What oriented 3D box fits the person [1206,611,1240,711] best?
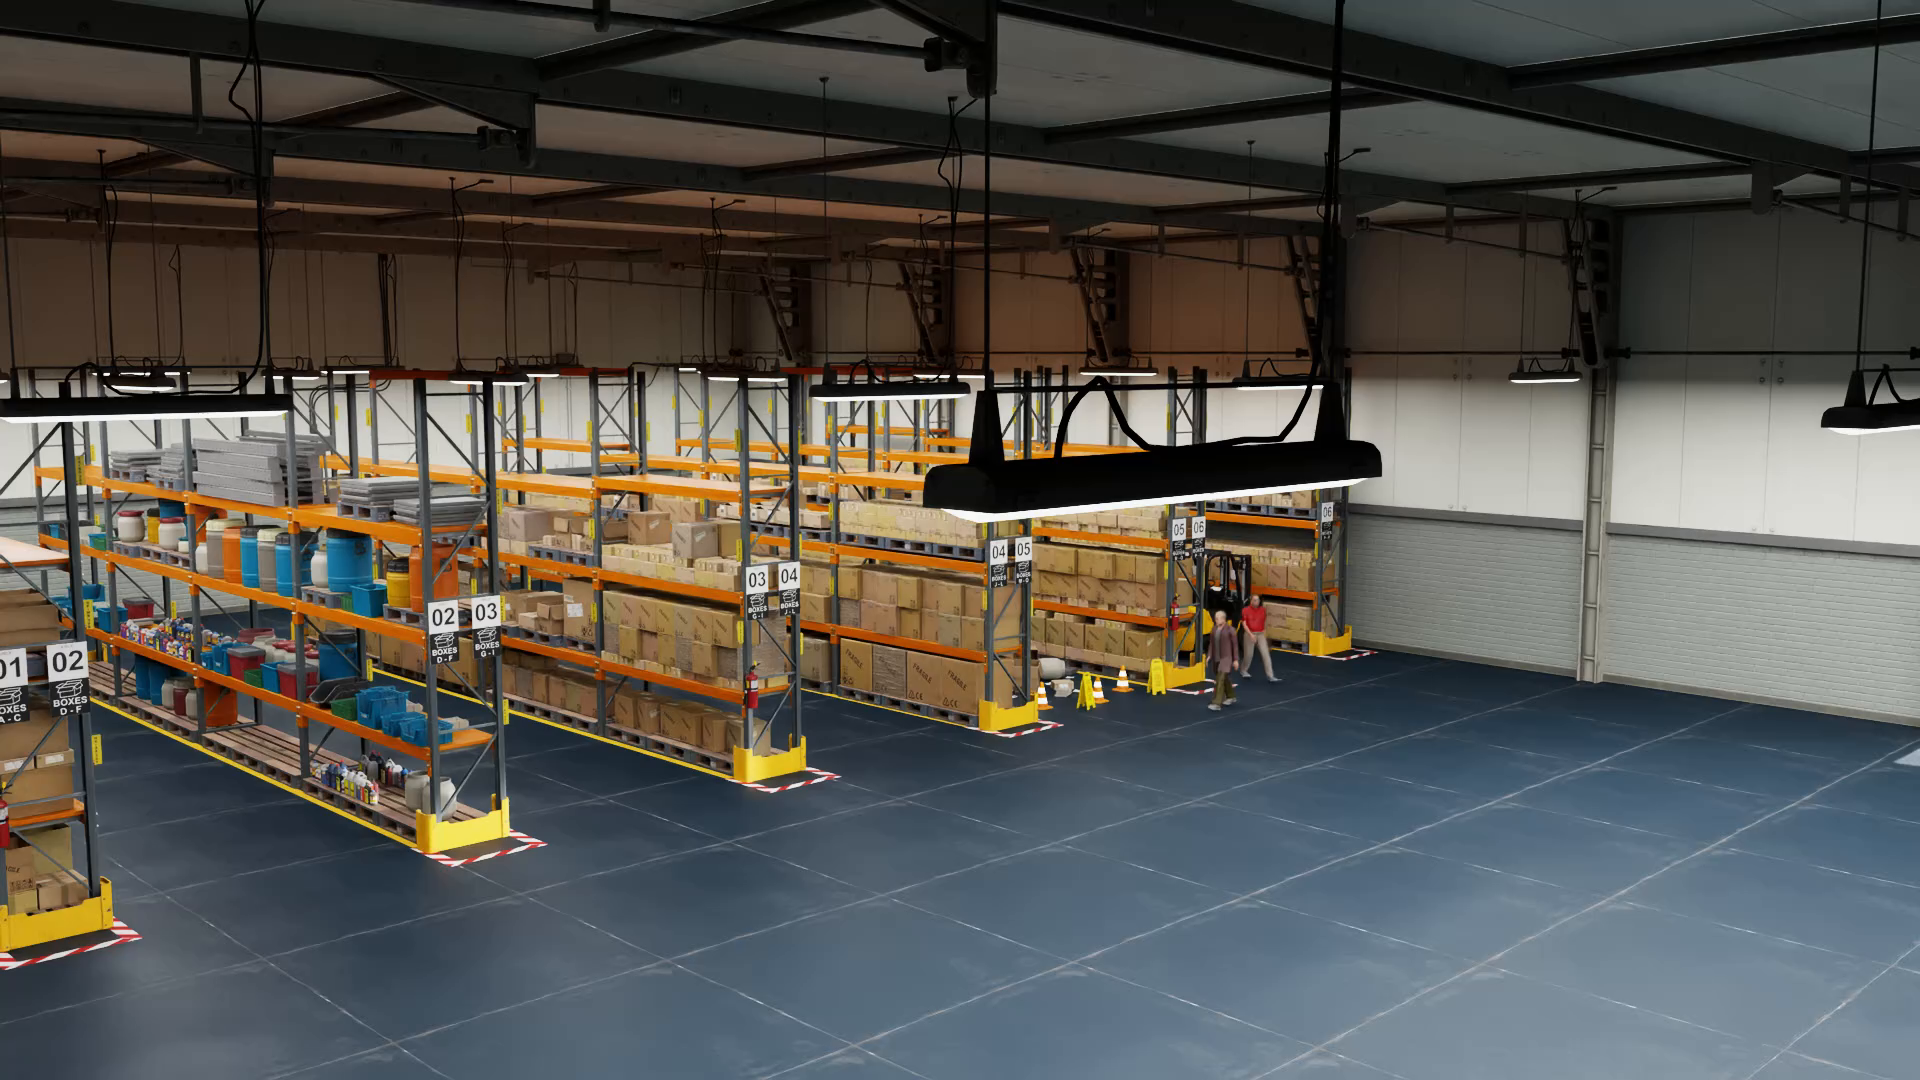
[{"bbox_3d":[4.635,2.127,29.593,0.959,1.742,0.609,-4,8,-35],"label":"person"}]

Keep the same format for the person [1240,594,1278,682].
[{"bbox_3d":[5.754,1.877,32.121,0.657,1.678,0.824,0,6,-3],"label":"person"}]
